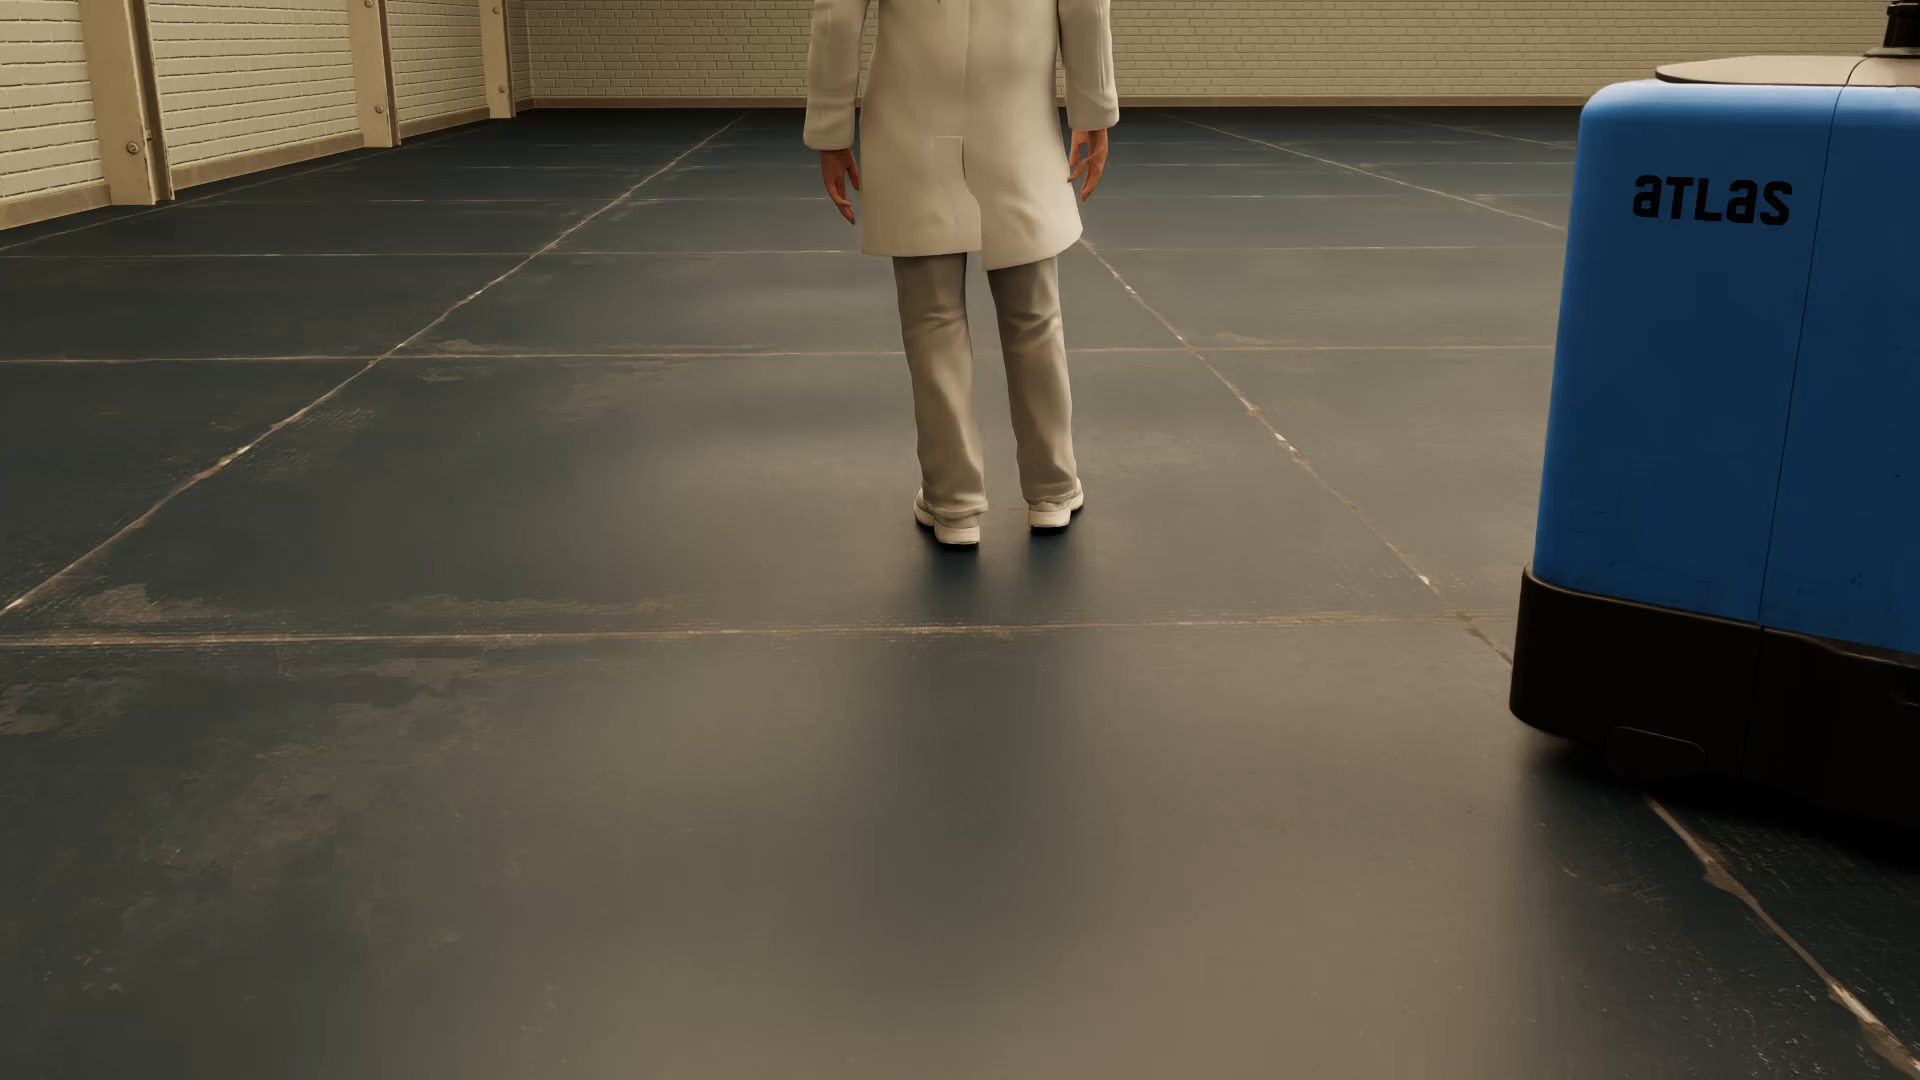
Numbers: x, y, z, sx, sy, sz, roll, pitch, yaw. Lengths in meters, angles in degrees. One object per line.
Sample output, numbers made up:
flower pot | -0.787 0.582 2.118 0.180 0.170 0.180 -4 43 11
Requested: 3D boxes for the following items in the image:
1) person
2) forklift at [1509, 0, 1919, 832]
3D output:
person | -0.001 -0.884 3.743 0.698 1.776 0.580 -1 17 -3
forklift | 2.398 -0.901 1.854 3.031 2.935 1.130 12 21 34
